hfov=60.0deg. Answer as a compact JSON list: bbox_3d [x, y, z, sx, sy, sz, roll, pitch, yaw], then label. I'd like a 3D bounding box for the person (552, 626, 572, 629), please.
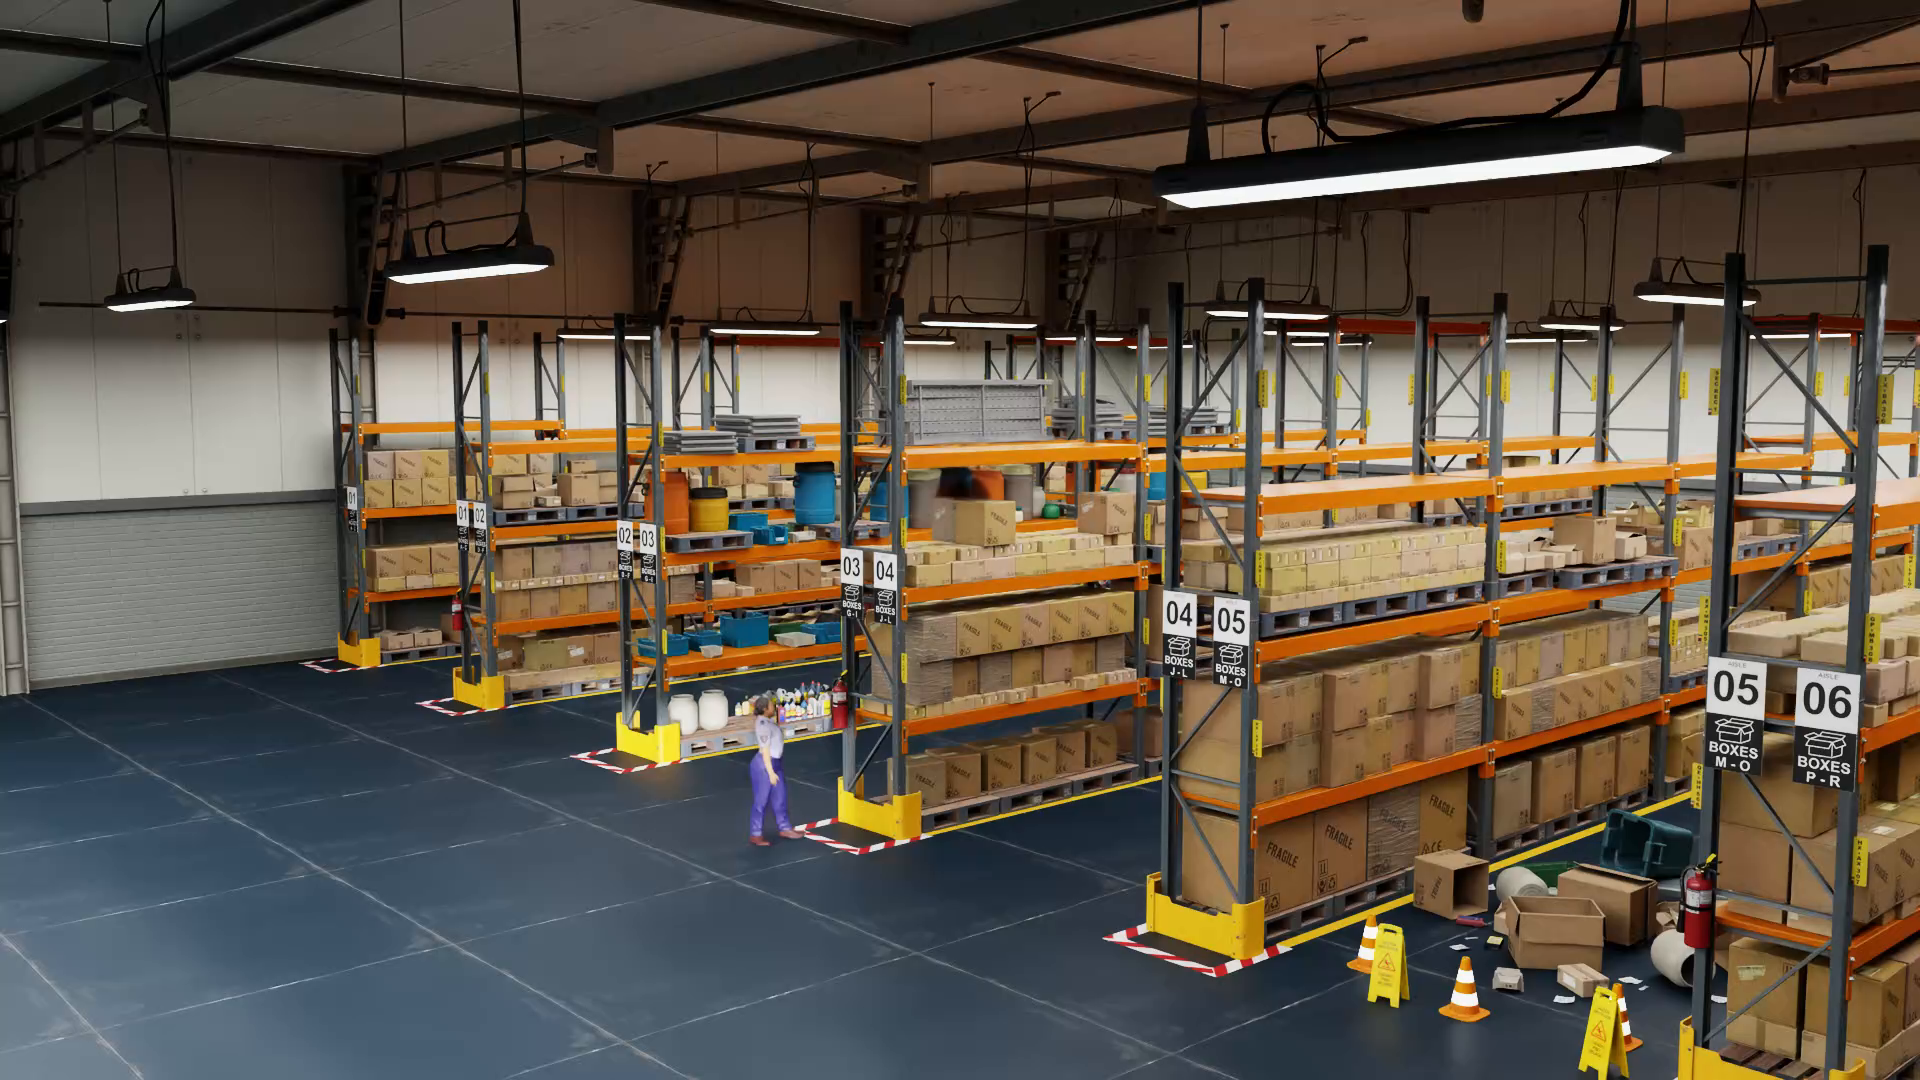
[{"bbox_3d":[-6.921,1.403,29.331,0.618,1.810,0.510,0,6,-3],"label":"person"}]

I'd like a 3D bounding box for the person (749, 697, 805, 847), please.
[{"bbox_3d":[-2.053,2.543,18.443,0.558,1.640,0.552,1,6,9],"label":"person"}]
